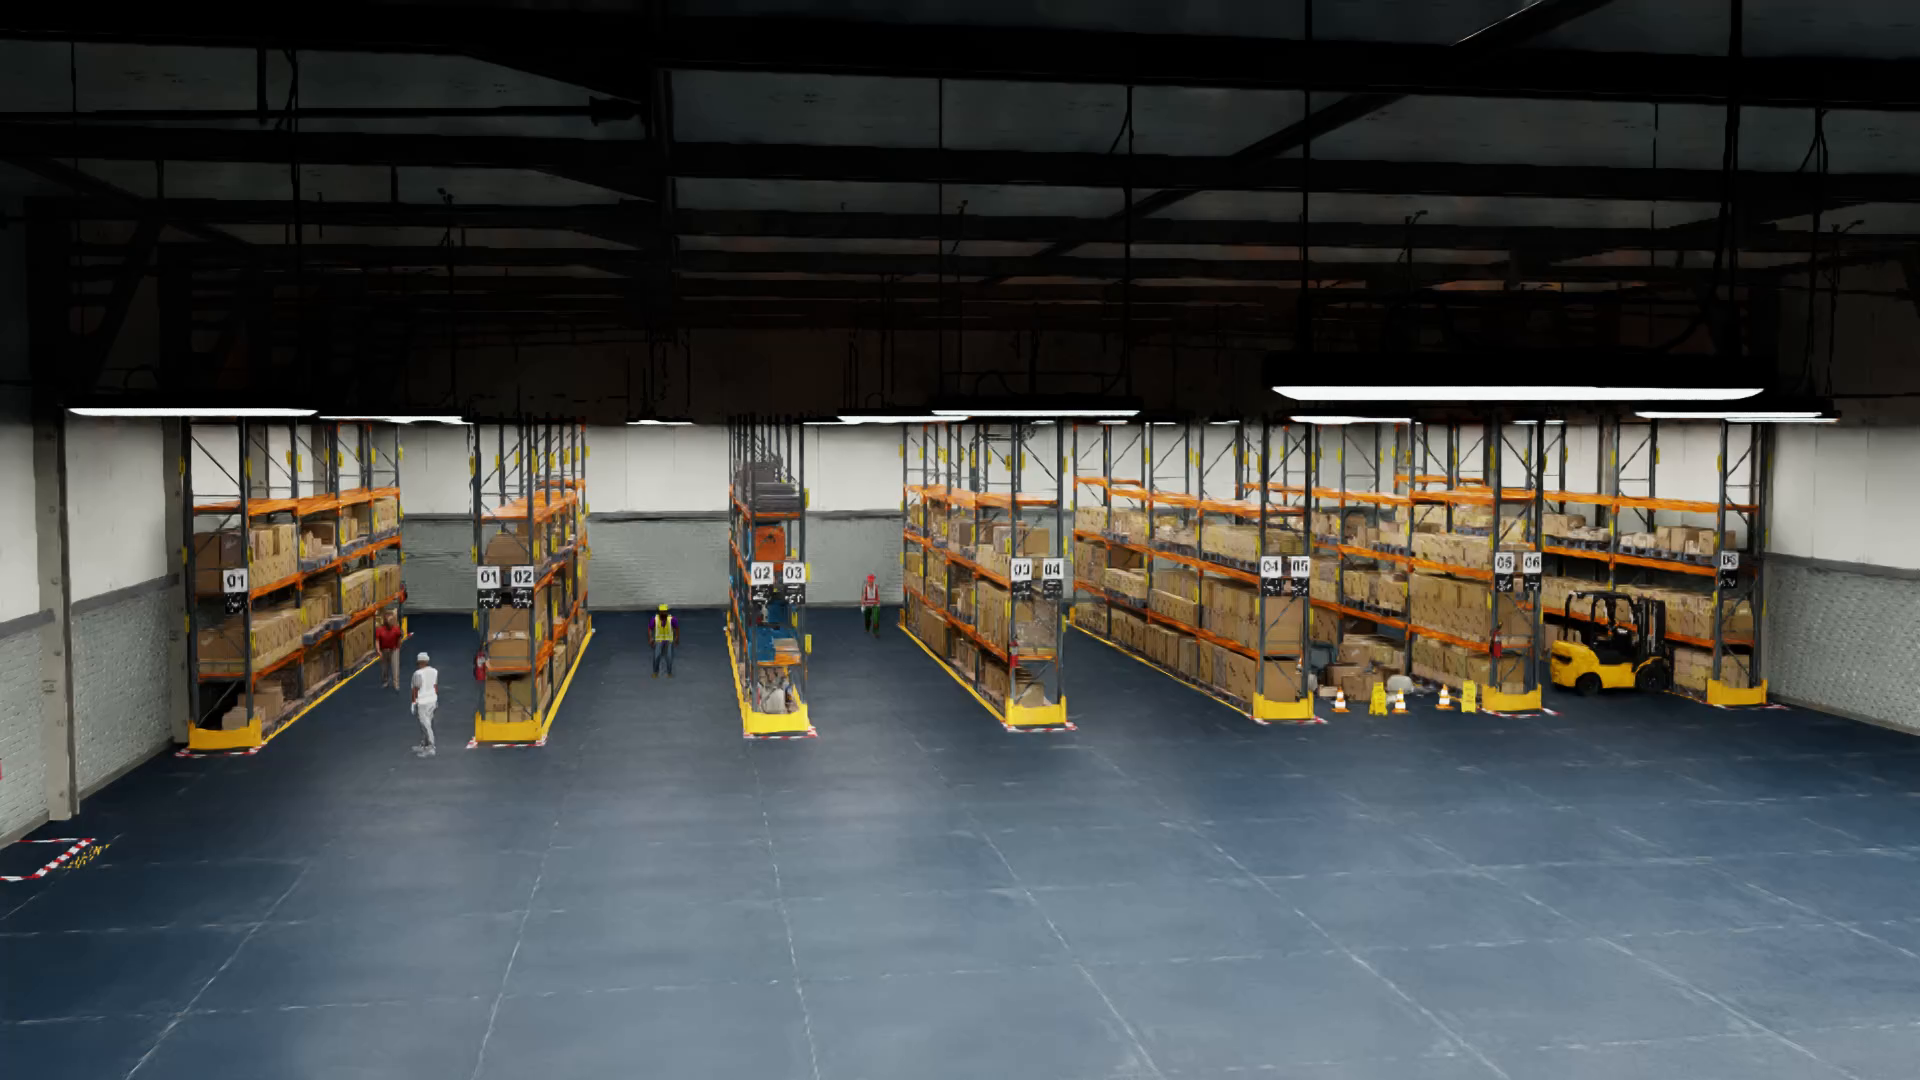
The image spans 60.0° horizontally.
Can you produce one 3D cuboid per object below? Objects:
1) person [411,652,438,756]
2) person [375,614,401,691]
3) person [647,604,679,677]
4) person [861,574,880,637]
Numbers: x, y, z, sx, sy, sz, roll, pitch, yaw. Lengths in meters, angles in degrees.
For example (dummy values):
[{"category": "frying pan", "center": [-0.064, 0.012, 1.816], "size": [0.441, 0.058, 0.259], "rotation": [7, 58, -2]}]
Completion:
[{"category": "person", "center": [-9.380, 2.840, 29.061], "size": [0.594, 1.782, 0.678], "rotation": [1, 4, 14]}, {"category": "person", "center": [-12.401, 2.426, 36.047], "size": [0.532, 1.659, 1.036], "rotation": [-1, 4, -17]}, {"category": "person", "center": [-6.766, 2.296, 37.921], "size": [0.719, 1.714, 0.556], "rotation": [-1, 4, -11]}, {"category": "person", "center": [-2.435, 1.766, 45.437], "size": [0.553, 1.709, 1.123], "rotation": [0, 4, -7]}]
